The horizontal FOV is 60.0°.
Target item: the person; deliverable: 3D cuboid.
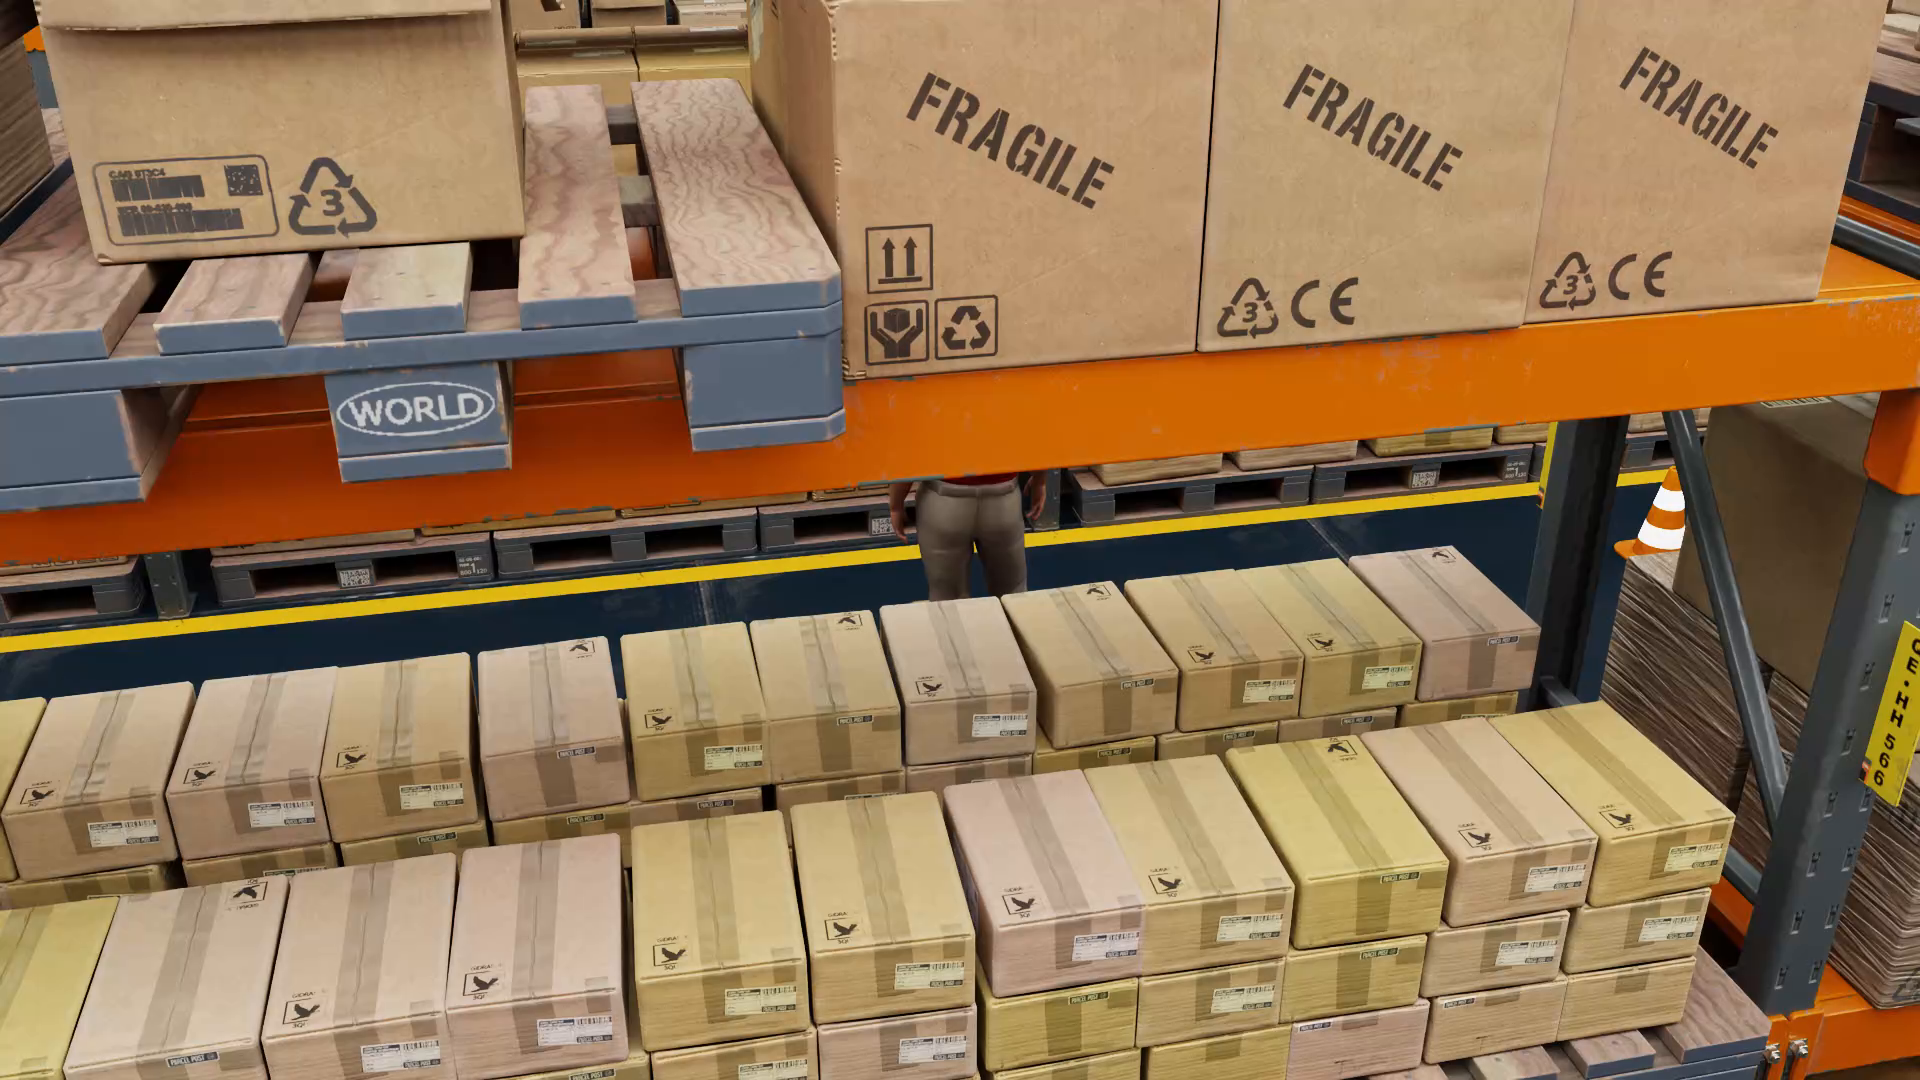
[{"bbox_3d":[0.023,-0.170,6.454,0.640,1.727,0.551,-6,27,-12],"label":"person"}]
